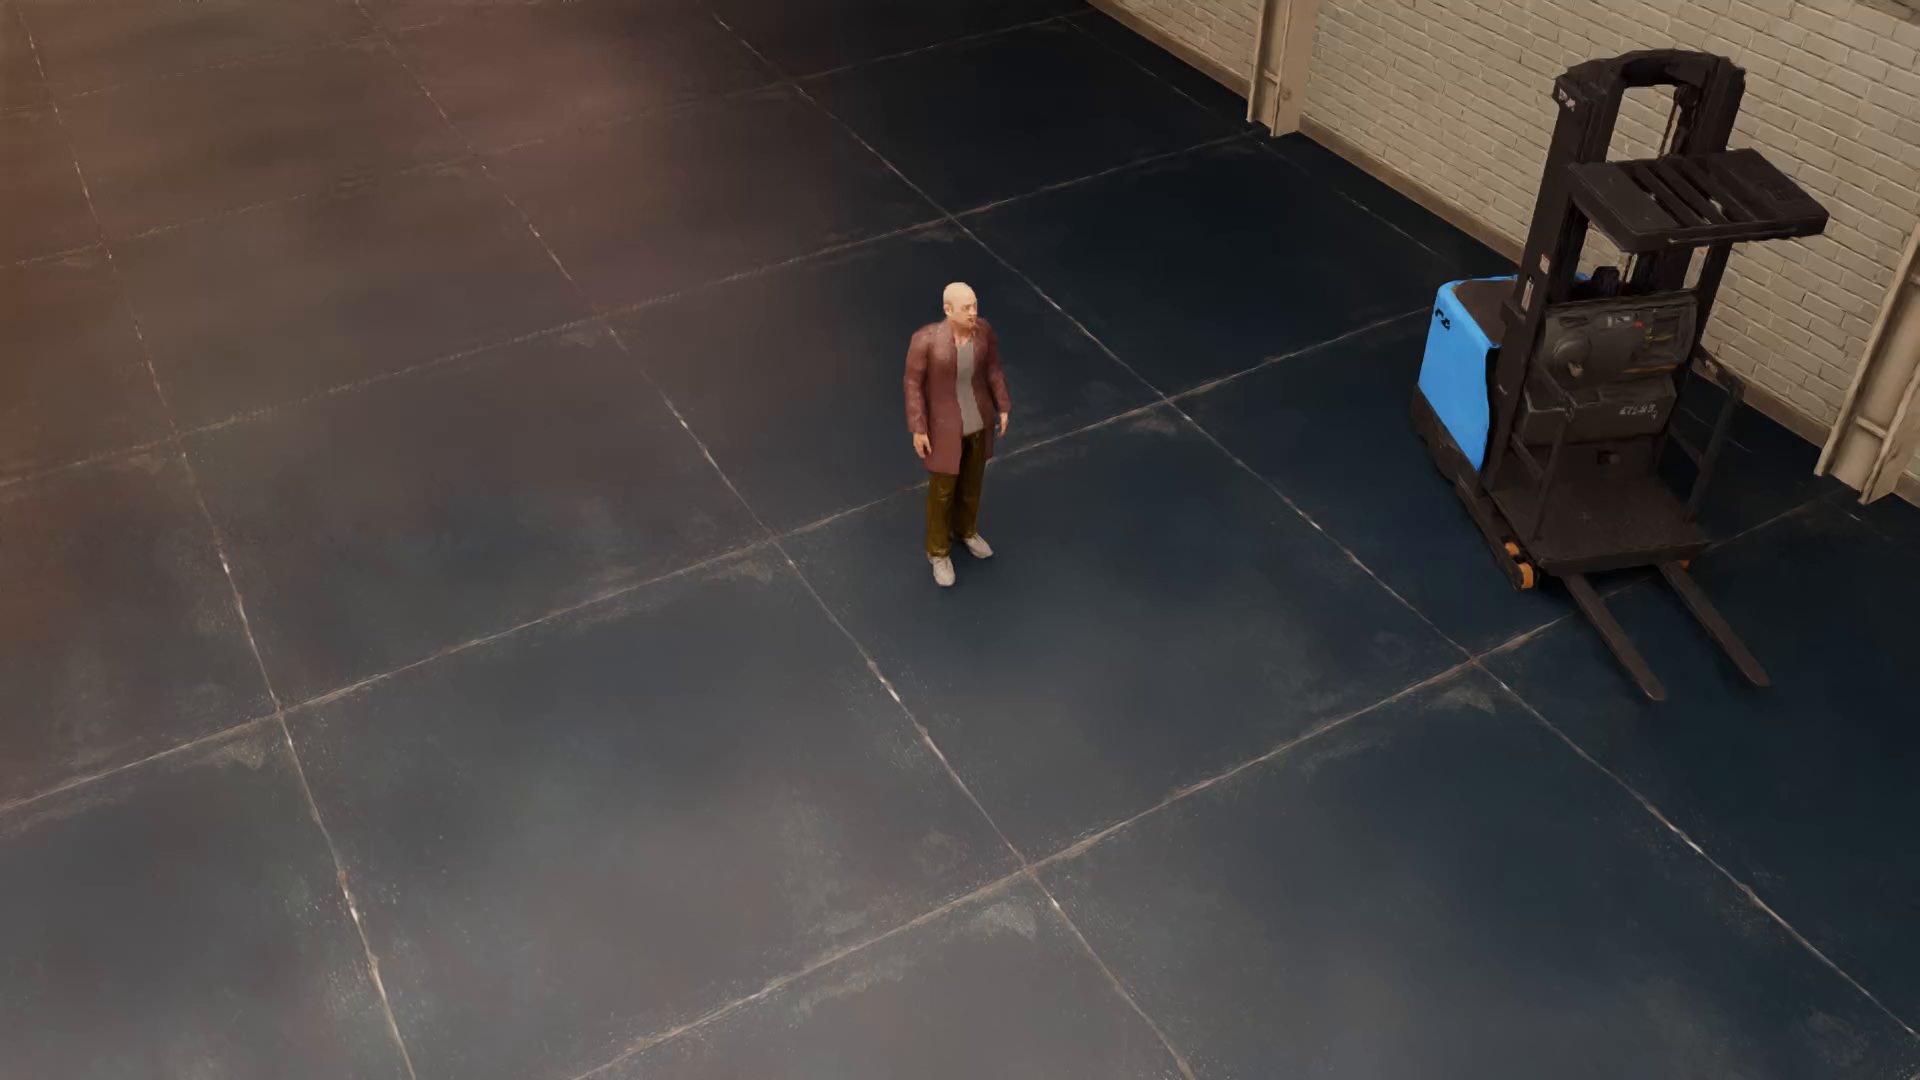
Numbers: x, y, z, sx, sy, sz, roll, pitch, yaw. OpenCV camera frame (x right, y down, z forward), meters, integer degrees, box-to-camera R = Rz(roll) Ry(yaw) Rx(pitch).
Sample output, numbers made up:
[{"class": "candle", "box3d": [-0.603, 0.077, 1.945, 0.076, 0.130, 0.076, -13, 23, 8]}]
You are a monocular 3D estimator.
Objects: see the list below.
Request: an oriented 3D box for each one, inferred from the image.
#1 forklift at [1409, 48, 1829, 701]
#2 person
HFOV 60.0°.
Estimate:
[{"class": "forklift", "box3d": [3.805, -1.082, 9.341, 1.130, 2.935, 3.031, -7, 40, -8]}, {"class": "person", "box3d": [0.042, -0.637, 9.698, 0.694, 1.776, 0.580, -20, 44, -23]}]
